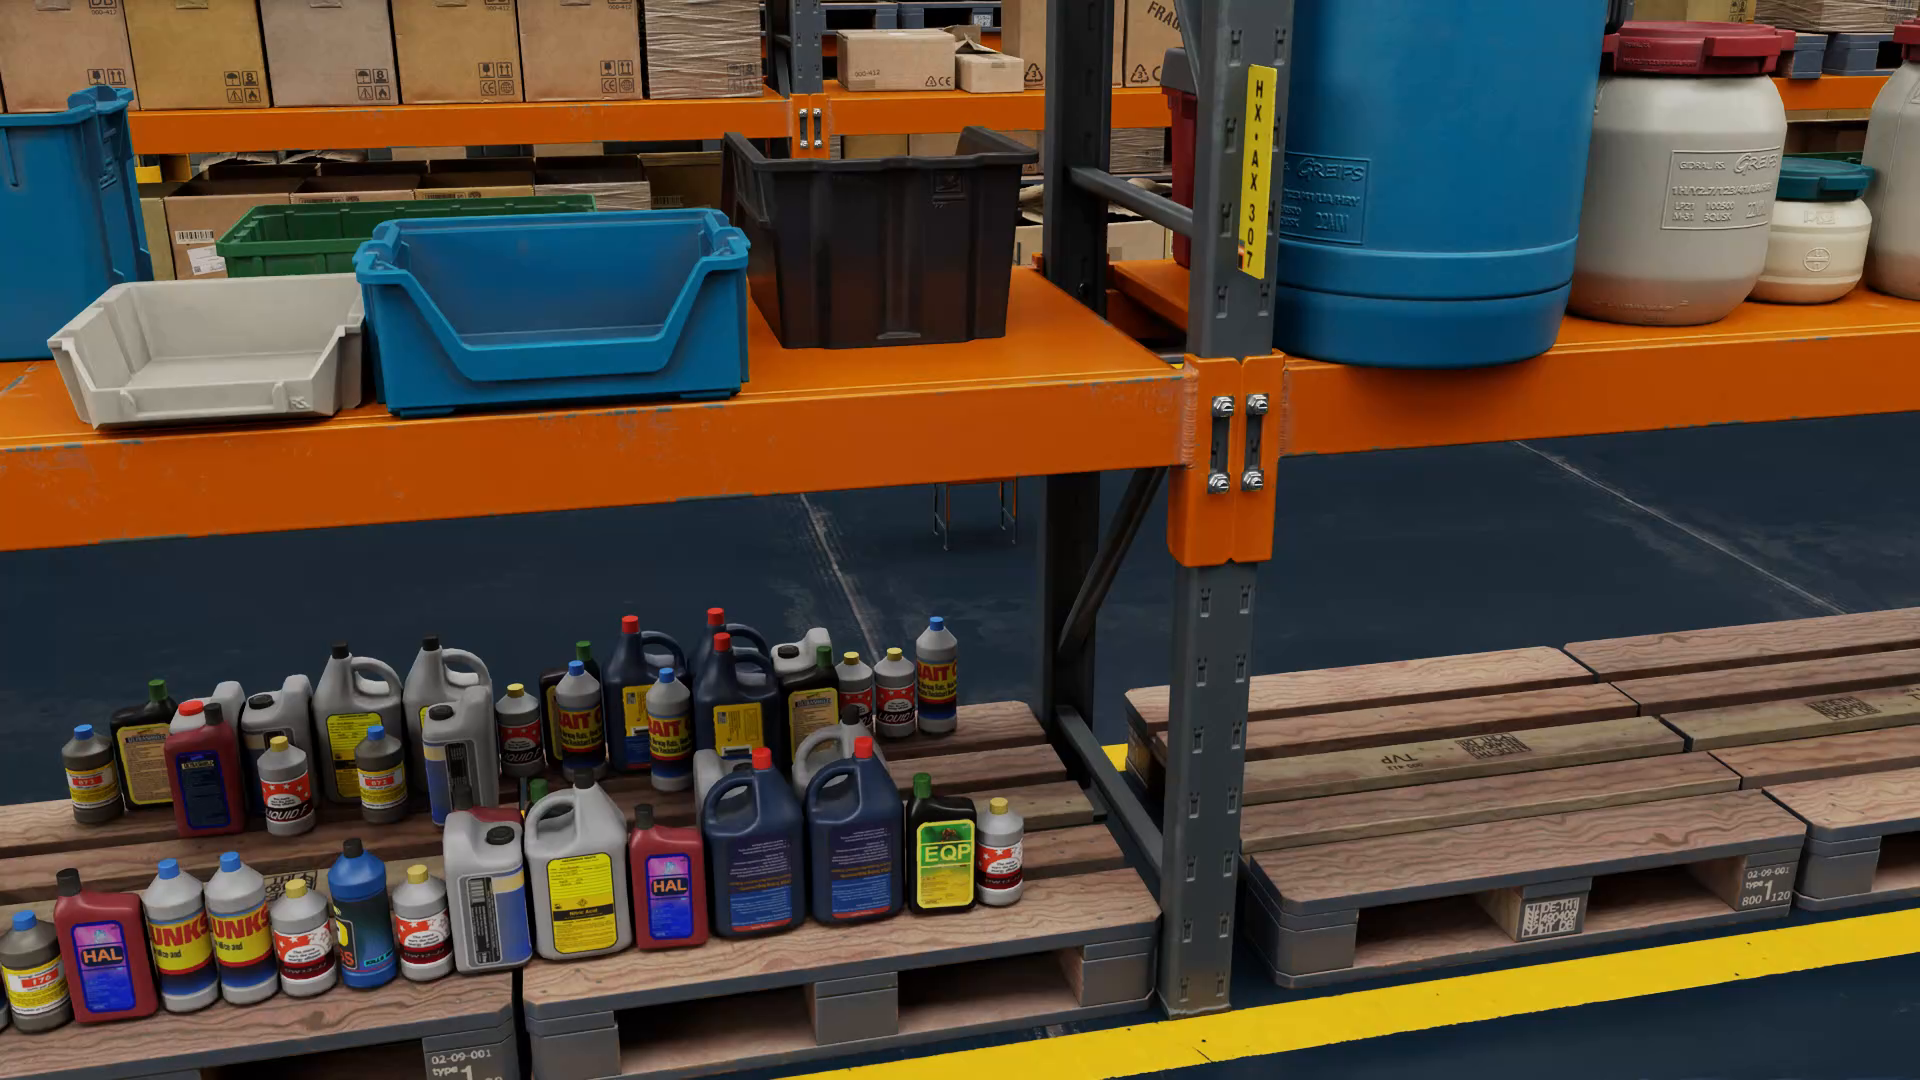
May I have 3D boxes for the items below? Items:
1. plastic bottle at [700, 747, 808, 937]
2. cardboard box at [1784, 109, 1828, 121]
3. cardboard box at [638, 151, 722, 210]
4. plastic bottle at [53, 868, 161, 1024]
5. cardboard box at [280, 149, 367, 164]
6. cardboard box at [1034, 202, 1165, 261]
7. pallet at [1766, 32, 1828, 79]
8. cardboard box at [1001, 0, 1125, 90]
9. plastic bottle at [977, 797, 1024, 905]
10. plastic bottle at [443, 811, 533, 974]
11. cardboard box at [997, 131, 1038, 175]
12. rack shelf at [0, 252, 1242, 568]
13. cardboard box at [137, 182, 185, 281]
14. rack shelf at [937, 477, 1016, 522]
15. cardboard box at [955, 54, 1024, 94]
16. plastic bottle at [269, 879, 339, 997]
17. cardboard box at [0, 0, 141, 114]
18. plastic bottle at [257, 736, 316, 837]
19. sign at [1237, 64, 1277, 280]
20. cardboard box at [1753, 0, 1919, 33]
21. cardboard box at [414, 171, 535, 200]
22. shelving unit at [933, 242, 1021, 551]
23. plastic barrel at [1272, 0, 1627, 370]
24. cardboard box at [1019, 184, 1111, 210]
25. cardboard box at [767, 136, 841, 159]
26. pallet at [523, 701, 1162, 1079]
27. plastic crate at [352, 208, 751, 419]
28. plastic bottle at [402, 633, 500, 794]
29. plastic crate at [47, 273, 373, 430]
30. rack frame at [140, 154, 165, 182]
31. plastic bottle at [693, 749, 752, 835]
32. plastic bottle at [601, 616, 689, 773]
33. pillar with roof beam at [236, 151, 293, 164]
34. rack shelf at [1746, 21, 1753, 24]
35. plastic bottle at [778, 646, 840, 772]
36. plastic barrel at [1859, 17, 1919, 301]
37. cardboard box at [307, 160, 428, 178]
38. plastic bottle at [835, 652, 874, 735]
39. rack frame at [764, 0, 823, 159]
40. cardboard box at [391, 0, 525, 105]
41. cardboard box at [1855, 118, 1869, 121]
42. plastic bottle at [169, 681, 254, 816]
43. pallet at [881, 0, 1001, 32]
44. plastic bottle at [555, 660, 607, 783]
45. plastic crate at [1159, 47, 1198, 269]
[{"bbox_3d":[-0.391,0.559,3.139,0.185,0.351,0.144,-6,21,-15],"label":"plastic bottle"},{"bbox_3d":[7.103,-3.677,14.515,0.500,0.500,0.700,-5,21,-13],"label":"cardboard box"},{"bbox_3d":[-1.303,-1.625,8.188,0.500,0.500,0.500,-5,21,-12],"label":"cardboard box"},{"bbox_3d":[-1.475,0.694,2.869,0.133,0.283,0.061,-4,21,-12],"label":"plastic bottle"},{"bbox_3d":[-4.567,-2.654,11.969,0.500,0.311,0.500,-3,20,-8],"label":"cardboard box"},{"bbox_3d":[0.672,-1.497,8.112,0.500,0.311,0.500,-5,21,-14],"label":"cardboard box"},{"bbox_3d":[3.757,-2.603,8.838,1.003,0.211,1.213,-5,21,-12],"label":"pallet"},{"bbox_3d":[0.484,-2.443,7.978,0.500,0.500,0.500,-3,20,-9],"label":"cardboard box"},{"bbox_3d":[0.075,0.600,3.245,0.097,0.201,0.097,0,20,0],"label":"plastic bottle"},{"bbox_3d":[-0.864,0.631,3.050,0.135,0.276,0.152,-4,21,-11],"label":"plastic bottle"},{"bbox_3d":[0.276,-3.181,13.133,0.500,0.500,0.700,-5,21,-13],"label":"cardboard box"},{"bbox_3d":[-1.590,-0.145,2.894,4.000,0.370,1.077,-5,21,-12],"label":"rack shelf"},{"bbox_3d":[-3.613,-1.249,7.160,0.500,0.500,0.500,-5,21,-12],"label":"cardboard box"},{"bbox_3d":[0.052,-0.226,5.745,0.240,0.259,0.215,-5,21,-12],"label":"rack shelf"},{"bbox_3d":[0.130,-2.183,7.778,0.250,0.149,0.380,-5,21,-12],"label":"cardboard box"},{"bbox_3d":[-1.173,0.701,2.968,0.097,0.201,0.097,0,20,0],"label":"plastic bottle"},{"bbox_3d":[-3.705,-2.105,7.055,0.500,0.500,0.700,-4,21,-11],"label":"cardboard box"},{"bbox_3d":[-1.416,0.510,3.491,0.097,0.201,0.097,0,20,0],"label":"plastic bottle"},{"bbox_3d":[0.472,-0.586,2.650,0.005,0.325,0.100,-5,21,-12],"label":"sign"},{"bbox_3d":[4.634,-2.956,8.767,0.500,0.500,0.700,-1,20,-2],"label":"cardboard box"},{"bbox_3d":[-2.156,-1.371,7.493,0.500,0.500,0.500,-5,21,-12],"label":"cardboard box"},{"bbox_3d":[0.052,-0.497,5.646,0.252,1.050,0.215,-5,21,-12],"label":"shelving unit"},{"bbox_3d":[0.802,-0.805,2.923,0.708,0.901,0.600,-5,21,-12],"label":"plastic barrel"},{"bbox_3d":[0.540,-1.678,8.607,0.500,0.311,0.500,-5,21,-13],"label":"cardboard box"},{"bbox_3d":[-1.211,-3.054,12.784,0.500,0.500,0.700,-4,20,-11],"label":"cardboard box"},{"bbox_3d":[-0.307,0.708,3.575,1.213,0.211,1.003,-5,21,-12],"label":"pallet"},{"bbox_3d":[-0.658,-0.392,2.741,0.616,0.251,0.499,-5,21,-12],"label":"plastic crate"},{"bbox_3d":[-1.122,0.370,3.655,0.185,0.351,0.144,-5,21,-13],"label":"plastic bottle"},{"bbox_3d":[-1.165,-0.304,2.666,0.437,0.136,0.530,-5,21,-12],"label":"plastic crate"},{"bbox_3d":[-5.816,-3.640,11.391,0.127,3.000,1.000,-5,21,-12],"label":"rack frame"},{"bbox_3d":[-0.449,0.547,3.282,0.135,0.276,0.152,-5,21,-12],"label":"plastic bottle"},{"bbox_3d":[-0.708,0.336,3.747,0.185,0.351,0.144,-6,21,-15],"label":"plastic bottle"},{"bbox_3d":[-4.343,-5.361,7.367,0.400,9.000,9.100,-5,21,-12],"label":"pillar with roof beam"},{"bbox_3d":[7.808,-4.411,14.540,4.000,0.370,1.077,-5,21,-12],"label":"rack shelf"},{"bbox_3d":[-0.338,0.377,3.734,0.133,0.283,0.061,-5,21,-12],"label":"plastic bottle"},{"bbox_3d":[2.052,-0.765,3.344,0.433,0.535,0.433,0,20,0],"label":"plastic barrel"},{"bbox_3d":[-2.762,-1.506,7.861,0.500,0.500,0.500,-5,21,-12],"label":"cardboard box"},{"bbox_3d":[-0.252,0.361,3.896,0.097,0.201,0.097,0,20,0],"label":"plastic bottle"},{"bbox_3d":[-0.780,-2.299,7.730,0.127,3.000,1.000,-5,21,-12],"label":"rack frame"},{"bbox_3d":[-2.211,-2.226,7.386,0.500,0.500,0.700,-4,21,-12],"label":"cardboard box"},{"bbox_3d":[5.506,-2.281,9.586,0.500,0.250,0.500,-5,21,-12],"label":"cardboard box"},{"bbox_3d":[-1.598,0.445,3.558,0.135,0.276,0.152,-4,21,-12],"label":"plastic bottle"},{"bbox_3d":[0.052,-4.013,12.688,1.213,0.211,1.003,-5,21,-12],"label":"pallet"},{"bbox_3d":[-0.843,0.398,3.694,0.097,0.271,0.097,0,20,0],"label":"plastic bottle"},{"bbox_3d":[0.757,-0.812,3.576,0.583,0.464,0.402,-5,21,-12],"label":"plastic crate"}]
